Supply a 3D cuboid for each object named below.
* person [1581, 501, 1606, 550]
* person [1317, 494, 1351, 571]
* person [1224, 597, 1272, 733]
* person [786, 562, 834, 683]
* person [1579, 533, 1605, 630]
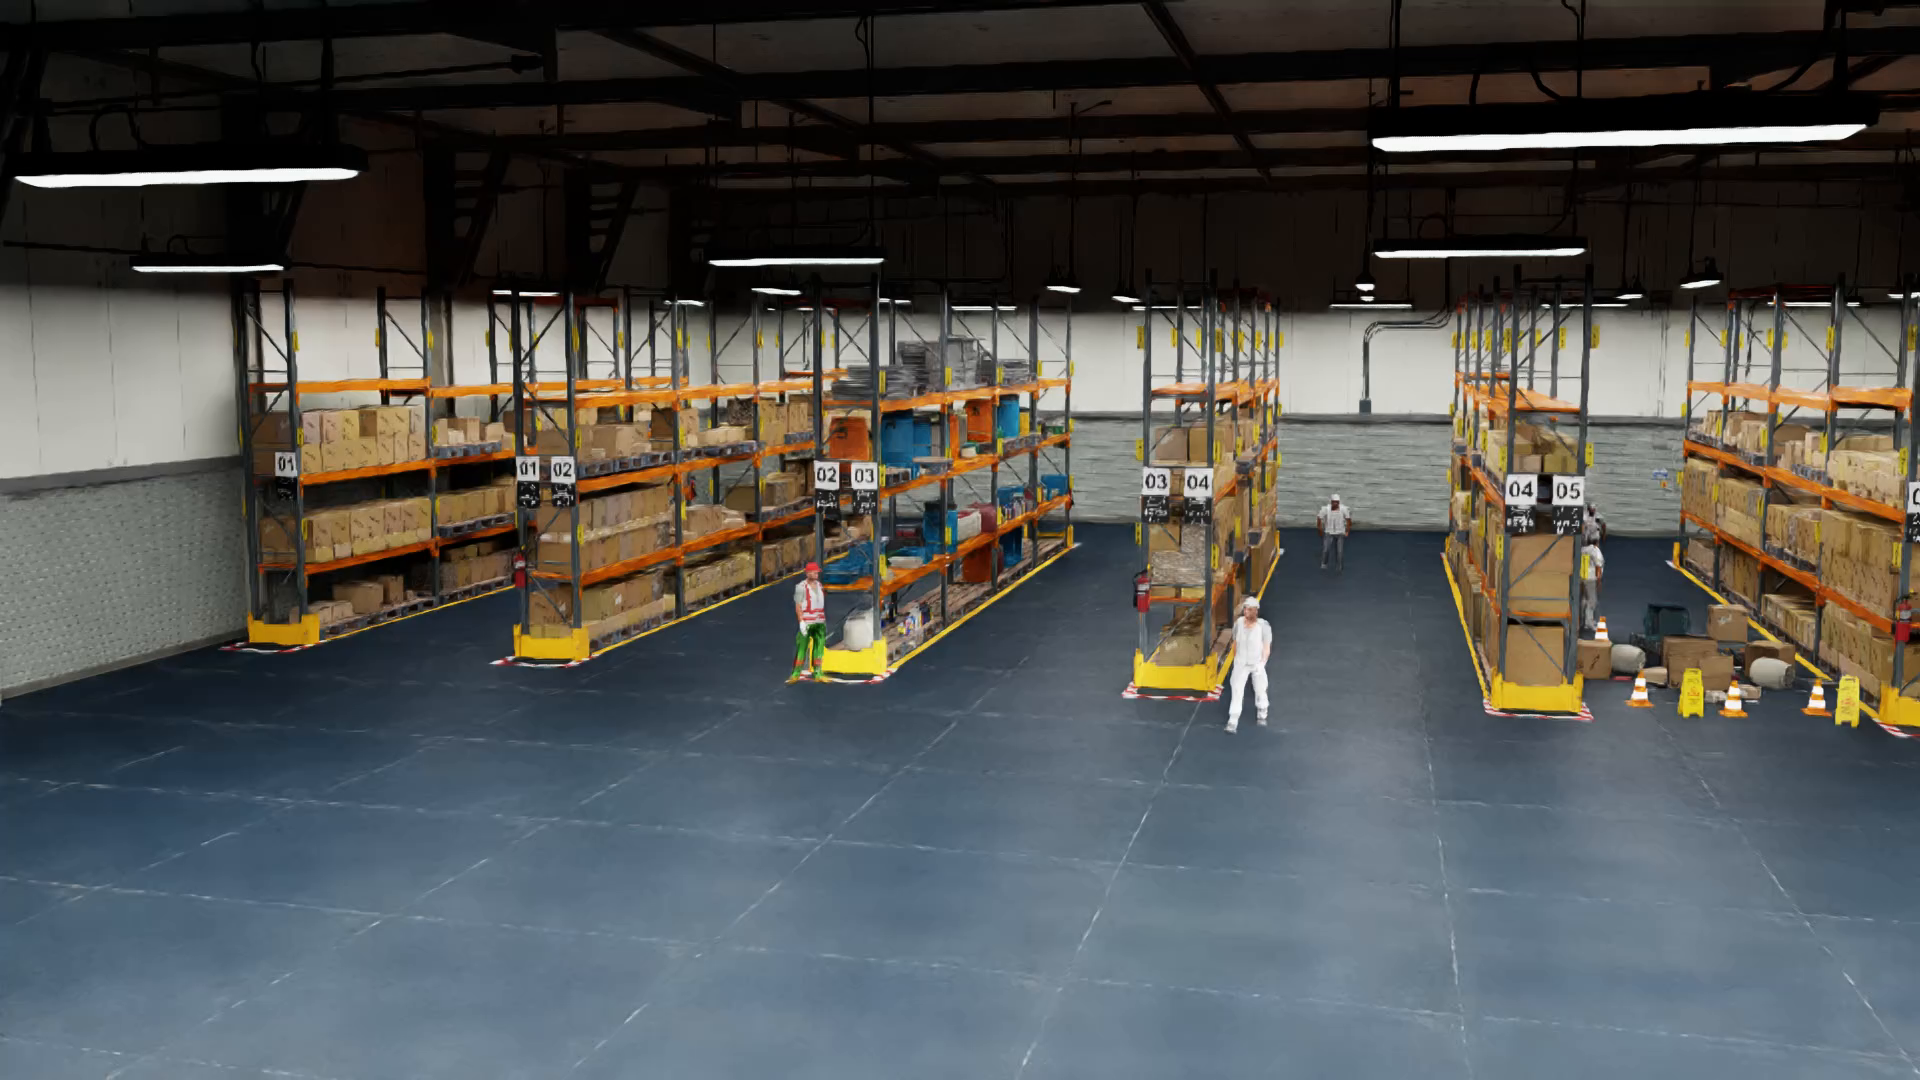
[{"bbox_3d":[13.395,-0.028,35.334,0.603,1.612,0.825,2,7,19],"label":"person"},{"bbox_3d":[8.112,-0.164,36.096,0.719,1.714,0.578,1,7,12],"label":"person"},{"bbox_3d":[3.723,1.585,21.316,0.533,1.727,1.036,3,7,23],"label":"person"},{"bbox_3d":[-2.220,1.210,24.285,0.686,1.792,0.455,-6,9,-41],"label":"person"},{"bbox_3d":[10.990,0.703,28.922,0.462,1.673,0.579,-2,7,-16],"label":"person"}]
